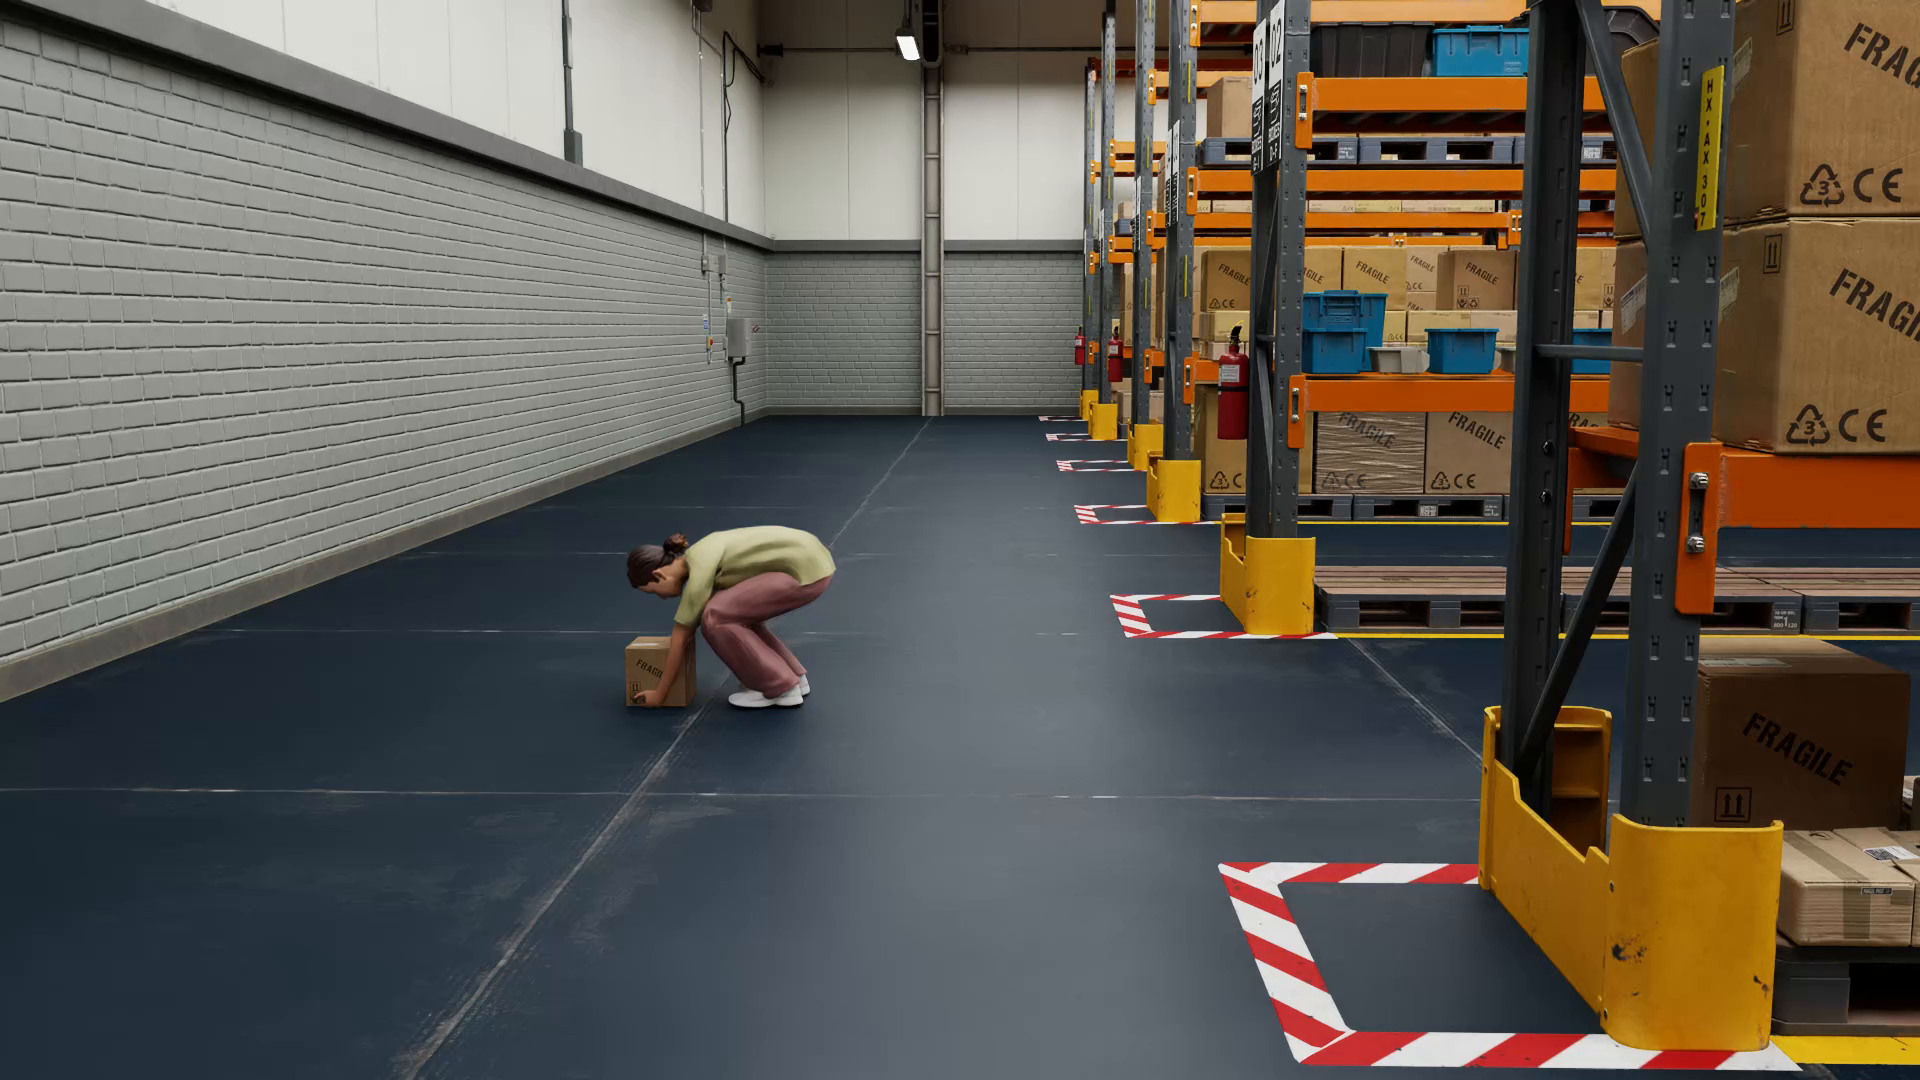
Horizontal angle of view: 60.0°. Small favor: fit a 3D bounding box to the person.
[{"bbox_3d":[-0.958,0.323,6.997,0.867,0.756,0.463,0,7,0],"label":"person"}]
